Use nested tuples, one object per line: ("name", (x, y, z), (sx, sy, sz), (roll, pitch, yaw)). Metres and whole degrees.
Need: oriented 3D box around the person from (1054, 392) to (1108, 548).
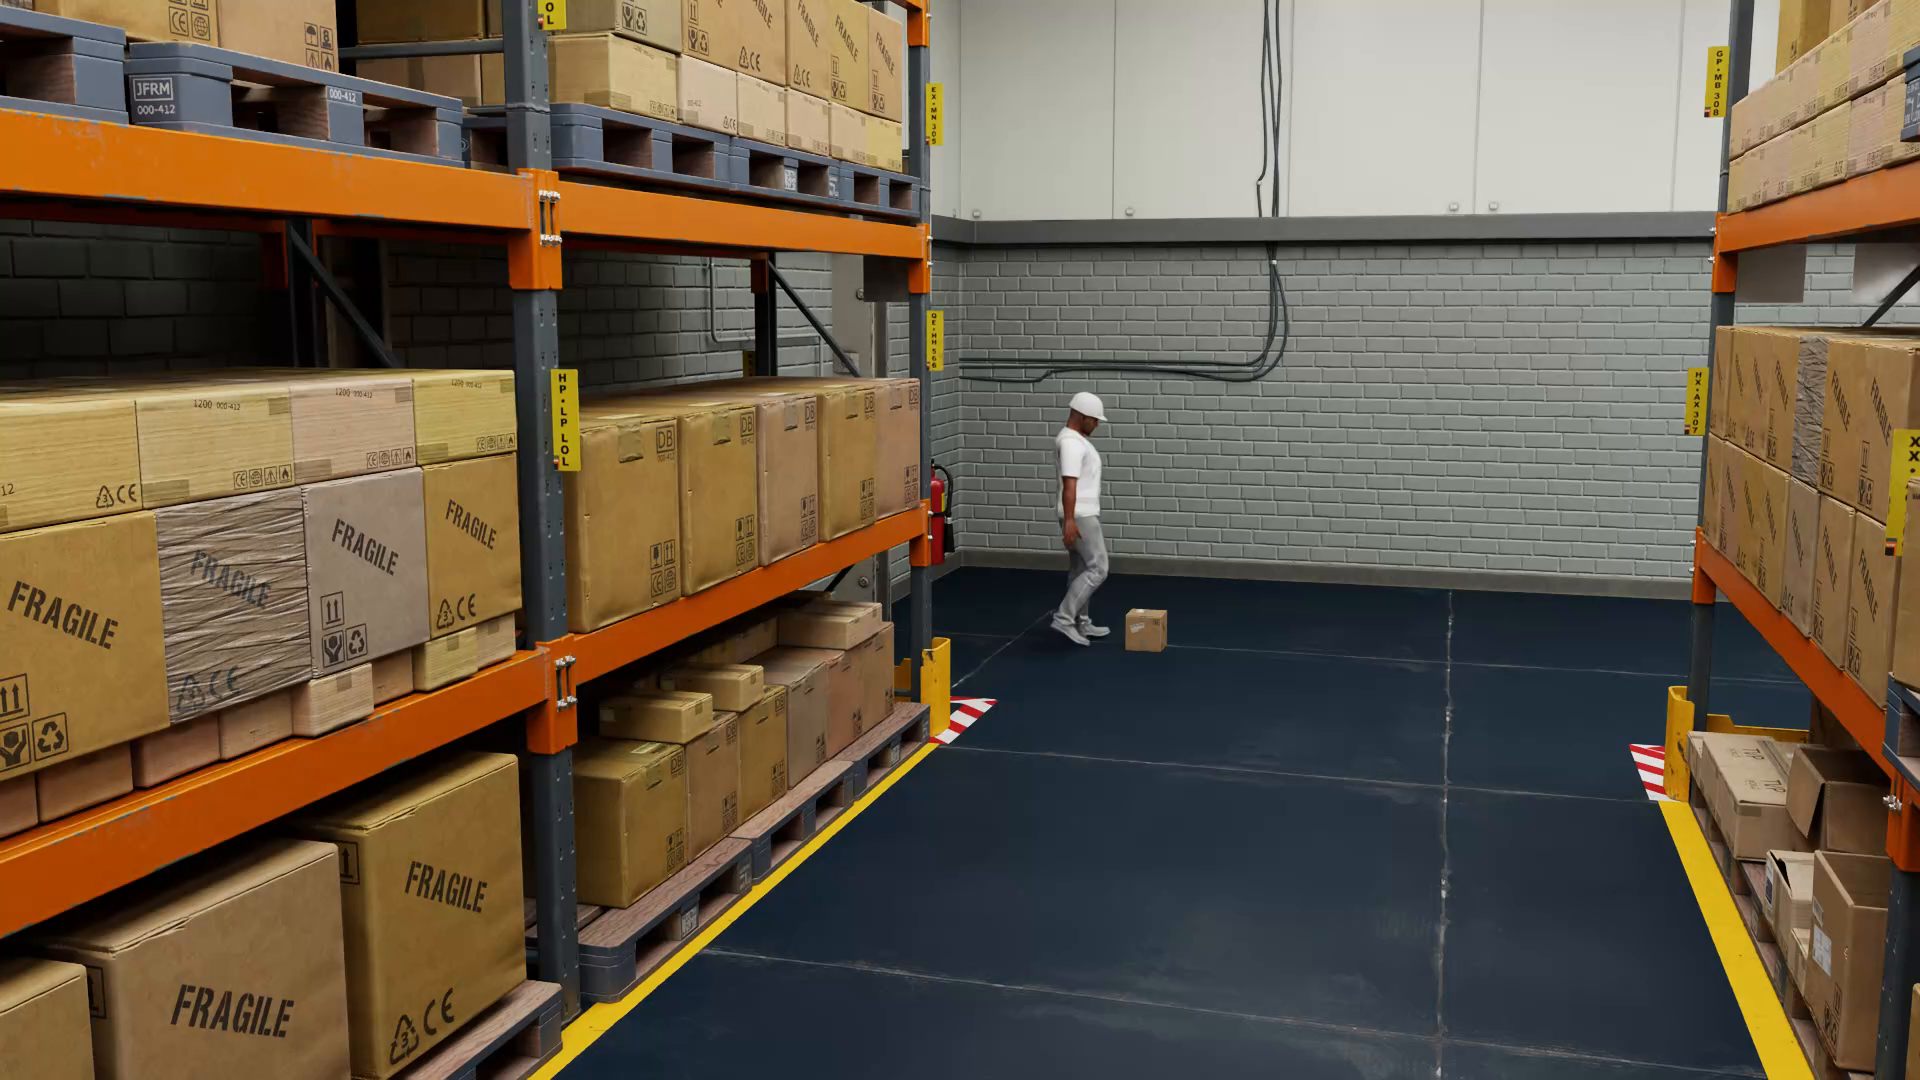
("person", (0.843, -0.510, 11.660), (0.375, 1.059, 0.696), (0, 8, 0))
